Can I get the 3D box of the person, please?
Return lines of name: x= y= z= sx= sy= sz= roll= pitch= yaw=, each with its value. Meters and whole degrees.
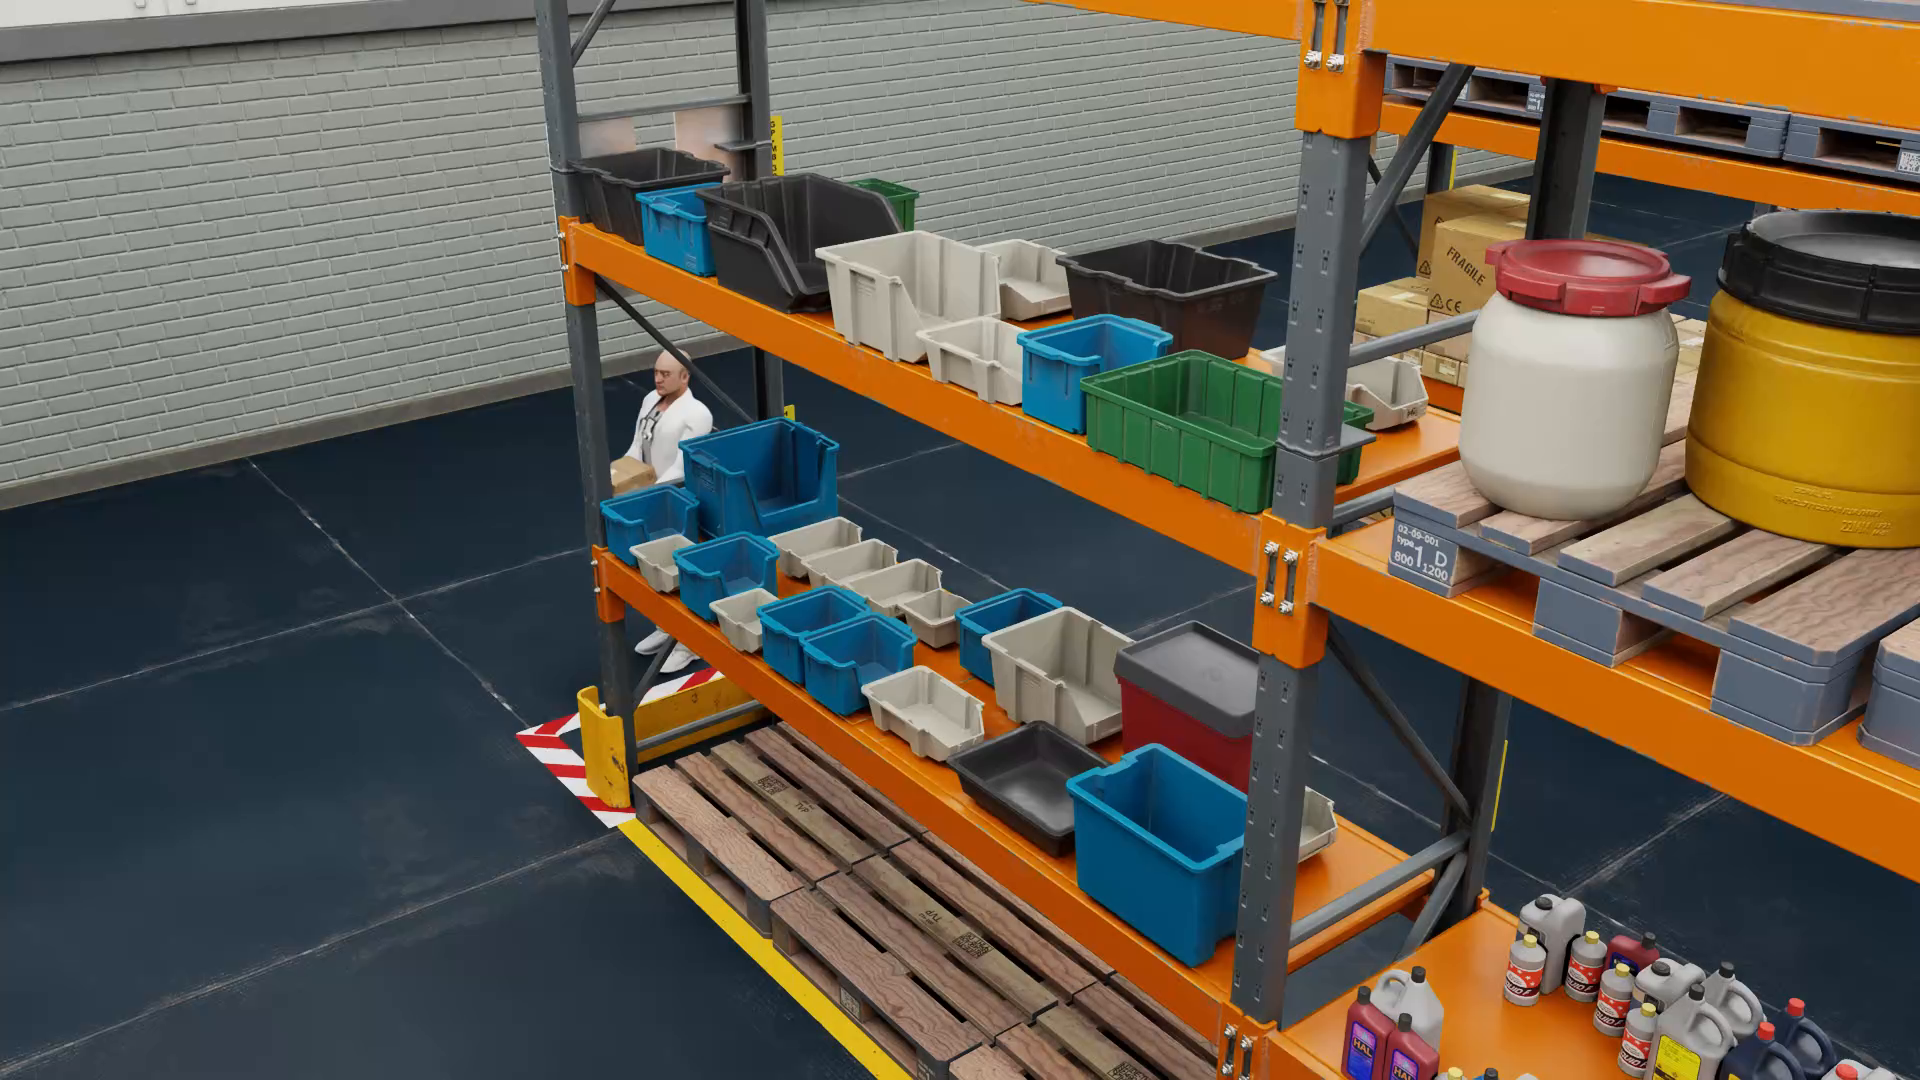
person: x=-1.628 y=-0.146 z=8.951 sx=0.556 sy=1.775 sz=0.528 roll=-21 pitch=32 yaw=-39
